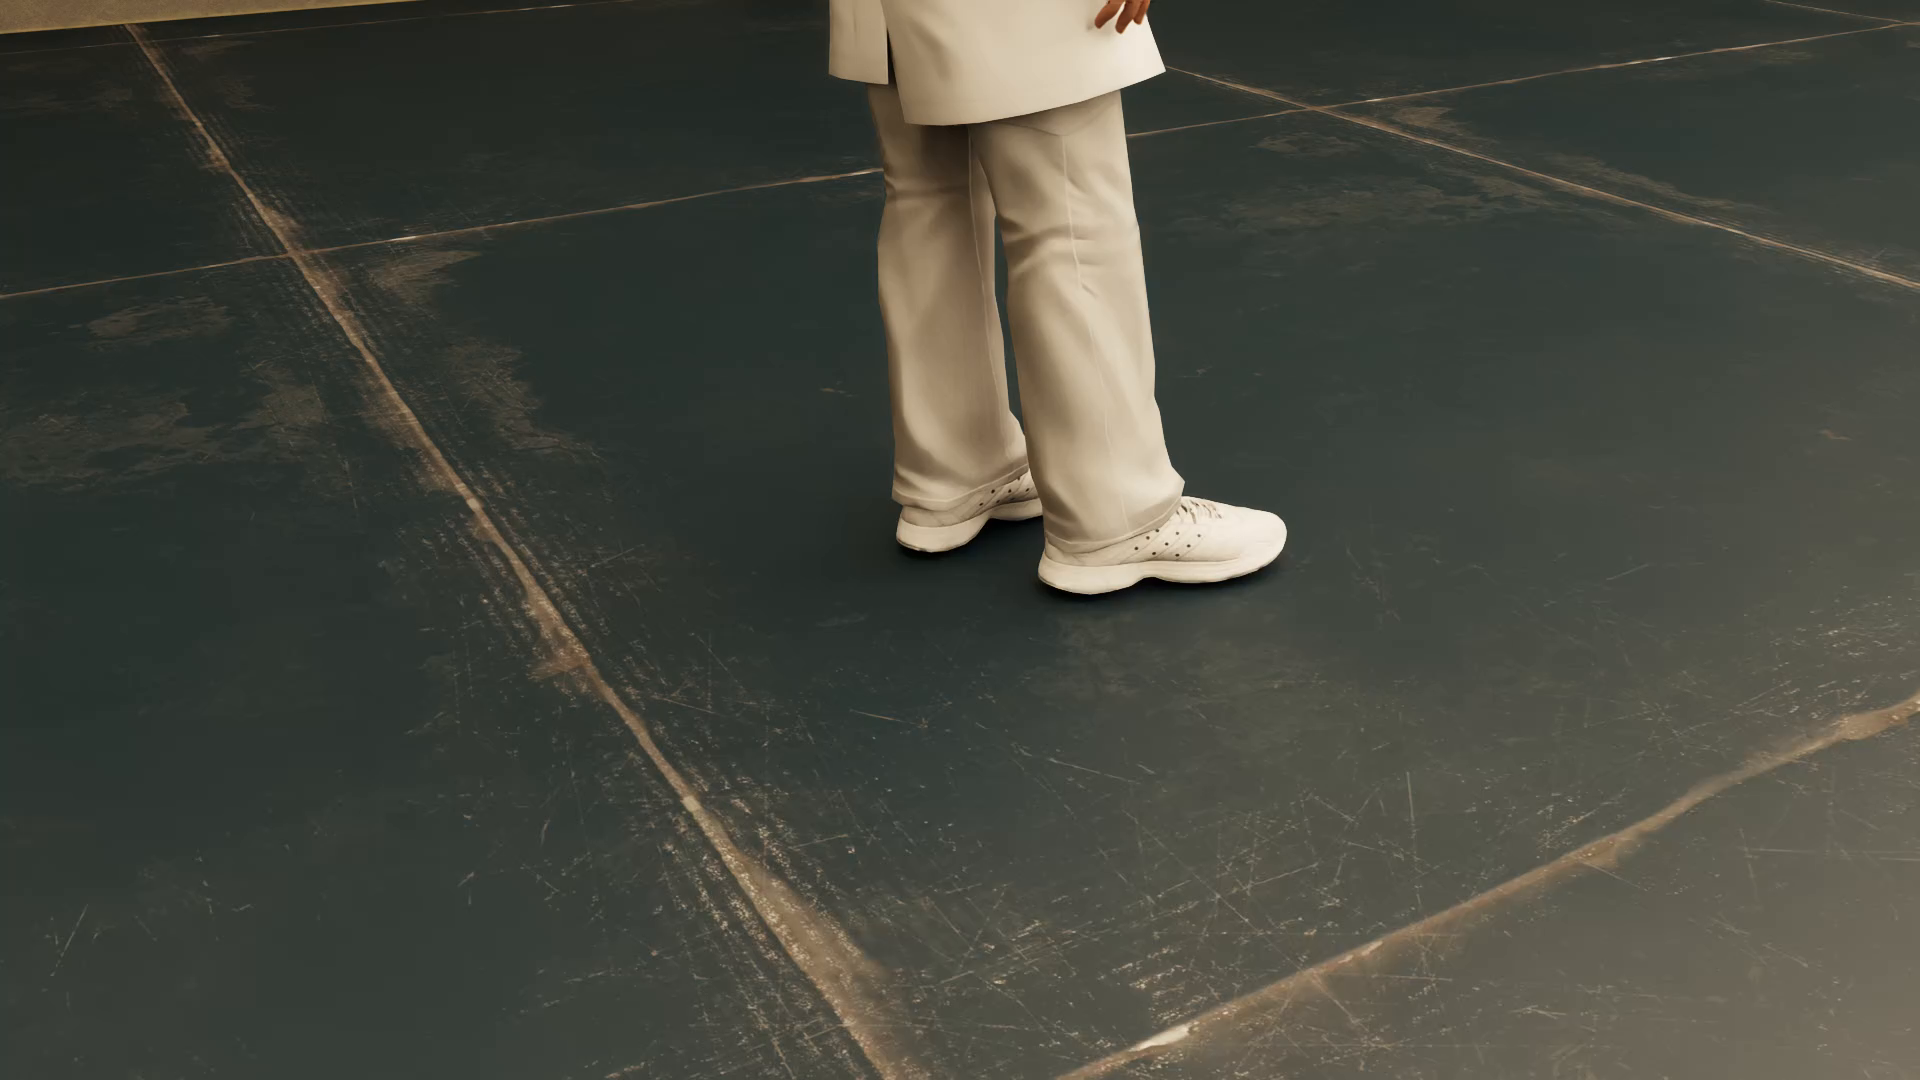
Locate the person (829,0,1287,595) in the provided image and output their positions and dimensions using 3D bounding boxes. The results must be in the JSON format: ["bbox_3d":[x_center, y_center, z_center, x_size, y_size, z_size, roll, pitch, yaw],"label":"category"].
[{"bbox_3d":[0.081,-0.818,2.131,0.581,1.776,0.696,-15,30,-26],"label":"person"}]
